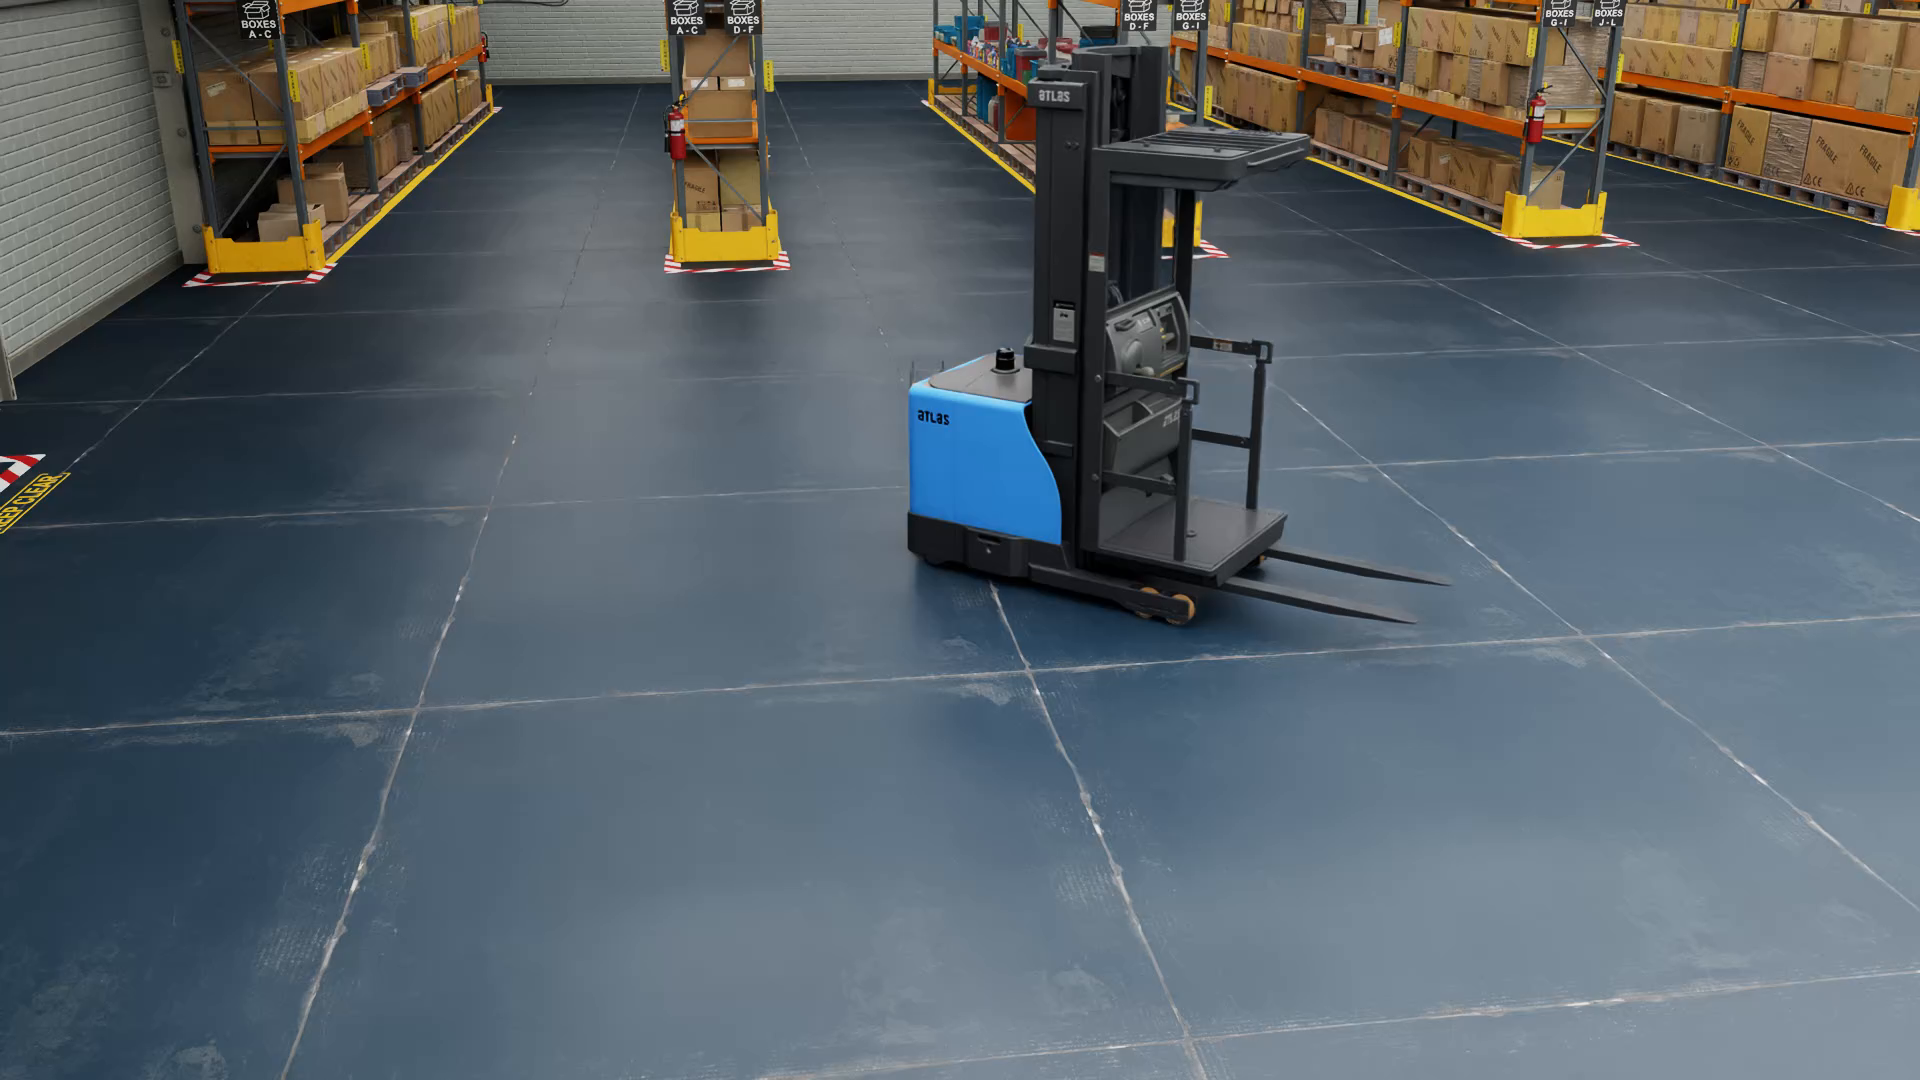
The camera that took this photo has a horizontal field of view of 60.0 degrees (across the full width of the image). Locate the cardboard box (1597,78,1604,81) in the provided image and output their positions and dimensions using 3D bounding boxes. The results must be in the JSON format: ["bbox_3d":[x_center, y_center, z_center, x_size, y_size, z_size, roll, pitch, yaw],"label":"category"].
[{"bbox_3d":[11.005,-7.874,28.911,0.500,0.250,0.500,-3,21,-8],"label":"cardboard box"}]

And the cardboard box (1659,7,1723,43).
[{"bbox_3d":[11.218,-7.900,25.509,0.700,0.500,0.500,-3,21,-8],"label":"cardboard box"}]

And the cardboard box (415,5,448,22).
[{"bbox_3d":[-8.945,-8.889,28.059,0.500,0.250,0.500,-2,21,-6],"label":"cardboard box"}]

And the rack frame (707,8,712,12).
[{"bbox_3d":[-4.364,-8.742,29.334,1.000,3.000,0.127,-3,21,-8],"label":"rack frame"}]

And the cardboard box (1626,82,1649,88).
[{"bbox_3d":[14.863,-9.898,35.491,0.875,0.438,0.875,-4,21,-10],"label":"cardboard box"}]

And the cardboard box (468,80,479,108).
[{"bbox_3d":[-9.570,-8.491,31.635,0.700,0.500,0.500,-3,21,-8],"label":"cardboard box"}]

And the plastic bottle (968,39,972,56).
[{"bbox_3d":[0.188,-8.741,29.499,0.061,0.283,0.133,-3,21,-8],"label":"plastic bottle"}]

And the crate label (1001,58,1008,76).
[{"bbox_3d":[0.804,-7.362,25.880,0.303,0.233,0.416,-3,21,-8],"label":"crate label"}]

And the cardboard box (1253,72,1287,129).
[{"bbox_3d":[5.816,-7.606,28.729,1.225,0.875,0.875,-3,21,-8],"label":"cardboard box"}]

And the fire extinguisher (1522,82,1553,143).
[{"bbox_3d":[6.729,-4.986,19.390,0.296,0.674,0.183,-3,21,-8],"label":"fire extinguisher"}]

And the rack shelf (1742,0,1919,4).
[{"bbox_3d":[11.803,-7.061,21.576,1.077,0.370,4.000,-3,21,-8],"label":"rack shelf"}]

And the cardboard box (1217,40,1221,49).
[{"bbox_3d":[5.033,-9.301,31.190,0.380,0.149,0.250,-3,21,-7],"label":"cardboard box"}]

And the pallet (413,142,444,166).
[{"bbox_3d":[-8.728,-6.076,26.183,1.003,0.211,1.213,-3,21,-8],"label":"pallet"}]

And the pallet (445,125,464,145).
[{"bbox_3d":[-9.080,-6.921,28.445,1.003,0.211,1.213,-3,21,-8],"label":"pallet"}]

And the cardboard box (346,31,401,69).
[{"bbox_3d":[-8.611,-7.196,24.425,0.700,0.500,0.500,-5,21,-14],"label":"cardboard box"}]

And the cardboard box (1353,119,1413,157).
[{"bbox_3d":[6.394,-6.079,25.148,0.700,0.500,0.500,-5,21,-12],"label":"cardboard box"}]

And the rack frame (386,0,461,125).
[{"bbox_3d":[-9.266,-8.491,28.662,1.000,3.000,0.127,-3,21,-8],"label":"rack frame"}]

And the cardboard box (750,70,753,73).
[{"bbox_3d":[-2.553,-5.262,18.948,0.380,0.149,0.250,-3,21,-8],"label":"cardboard box"}]

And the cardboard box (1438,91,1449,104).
[{"bbox_3d":[6.530,-5.831,21.901,0.380,0.149,0.250,-3,21,-8],"label":"cardboard box"}]

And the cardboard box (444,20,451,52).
[{"bbox_3d":[-8.950,-8.539,28.195,0.500,0.500,0.500,-3,21,-9],"label":"cardboard box"}]

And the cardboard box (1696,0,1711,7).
[{"bbox_3d":[14.839,-10.581,32.686,0.500,0.500,0.500,-3,21,-9],"label":"cardboard box"}]

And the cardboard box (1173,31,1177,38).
[{"bbox_3d":[4.587,-10.368,34.047,0.380,0.149,0.250,-3,21,-7],"label":"cardboard box"}]

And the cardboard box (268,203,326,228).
[{"bbox_3d":[-7.629,-3.724,19.113,0.500,0.311,0.500,-1,21,-3],"label":"cardboard box"}]

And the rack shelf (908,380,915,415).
[{"bbox_3d":[-0.199,-0.820,10.130,0.215,0.259,0.240,1,20,2],"label":"rack shelf"}]

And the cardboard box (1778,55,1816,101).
[{"bbox_3d":[11.643,-6.246,22.439,0.875,0.550,0.550,-3,21,-8],"label":"cardboard box"}]

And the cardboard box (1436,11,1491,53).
[{"bbox_3d":[6.551,-6.610,21.630,0.500,0.500,0.500,-3,21,-8],"label":"cardboard box"}]

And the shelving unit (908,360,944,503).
[{"bbox_3d":[-0.199,-0.564,10.226,0.215,1.050,0.252,1,20,2],"label":"shelving unit"}]

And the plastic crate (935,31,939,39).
[{"bbox_3d":[-0.365,-10.062,33.162,0.250,0.136,0.298,-3,21,-8],"label":"plastic crate"}]

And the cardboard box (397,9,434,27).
[{"bbox_3d":[-8.733,-8.358,26.639,0.500,0.250,0.500,-3,21,-9],"label":"cardboard box"}]

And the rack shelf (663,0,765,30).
[{"bbox_3d":[-2.923,-6.348,19.665,1.077,0.370,4.000,-3,21,-8],"label":"rack shelf"}]

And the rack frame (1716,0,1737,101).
[{"bbox_3d":[15.246,-9.740,32.007,1.000,3.000,0.127,-3,21,-8],"label":"rack frame"}]

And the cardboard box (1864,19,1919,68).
[{"bbox_3d":[11.906,-6.193,20.752,0.875,0.550,0.550,-3,21,-8],"label":"cardboard box"}]

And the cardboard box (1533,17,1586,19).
[{"bbox_3d":[7.294,-6.118,20.311,0.500,0.500,0.500,-3,21,-8],"label":"cardboard box"}]

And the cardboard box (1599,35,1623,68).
[{"bbox_3d":[10.736,-7.948,27.067,0.500,0.500,0.500,-3,21,-7],"label":"cardboard box"}]

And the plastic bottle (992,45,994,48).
[{"bbox_3d":[0.555,-8.248,28.196,0.097,0.271,0.097,0,20,0],"label":"plastic bottle"}]

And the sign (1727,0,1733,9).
[{"bbox_3d":[14.697,-10.154,31.765,0.100,0.325,0.005,-3,21,-8],"label":"sign"}]

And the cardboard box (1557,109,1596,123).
[{"bbox_3d":[7.364,-5.078,19.885,0.380,0.149,0.250,-3,21,-8],"label":"cardboard box"}]

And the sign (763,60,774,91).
[{"bbox_3d":[-2.084,-5.056,18.114,0.100,0.325,0.005,-3,21,-8],"label":"sign"}]

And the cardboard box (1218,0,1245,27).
[{"bbox_3d":[5.108,-9.806,30.902,0.500,0.500,0.500,-2,21,-6],"label":"cardboard box"}]

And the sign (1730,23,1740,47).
[{"bbox_3d":[10.979,-7.160,23.558,0.100,0.325,0.005,-3,21,-8],"label":"sign"}]

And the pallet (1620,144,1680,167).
[{"bbox_3d":[11.150,-6.066,26.155,1.003,0.211,1.213,-3,21,-8],"label":"pallet"}]

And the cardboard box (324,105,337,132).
[{"bbox_3d":[-7.449,-4.816,19.008,0.500,0.250,0.500,-3,21,-9],"label":"cardboard box"}]

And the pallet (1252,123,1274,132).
[{"bbox_3d":[5.804,-7.247,29.318,1.003,0.211,1.213,-3,21,-8],"label":"pallet"}]

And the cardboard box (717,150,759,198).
[{"bbox_3d":[-2.650,-4.389,19.939,0.500,0.500,0.500,-3,21,-8],"label":"cardboard box"}]

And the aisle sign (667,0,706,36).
[{"bbox_3d":[-2.916,-5.767,17.655,0.394,0.787,0.004,-3,21,-8],"label":"aisle sign"}]

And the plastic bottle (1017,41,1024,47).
[{"bbox_3d":[1.022,-8.230,28.034,0.144,0.351,0.185,-3,21,-8],"label":"plastic bottle"}]

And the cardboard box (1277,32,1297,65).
[{"bbox_3d":[5.633,-8.233,27.830,0.500,0.500,0.500,-3,21,-8],"label":"cardboard box"}]

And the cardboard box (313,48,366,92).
[{"bbox_3d":[-7.738,-5.863,20.741,0.500,0.500,0.500,-3,21,-8],"label":"cardboard box"}]

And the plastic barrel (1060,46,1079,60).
[{"bbox_3d":[1.664,-6.880,24.157,0.433,0.535,0.433,0,20,0],"label":"plastic barrel"}]

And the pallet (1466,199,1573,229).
[{"bbox_3d":[7.076,-4.088,20.861,1.003,0.211,1.213,-3,21,-8],"label":"pallet"}]

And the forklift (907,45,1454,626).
[{"bbox_3d":[1.210,-1.123,9.033,3.031,2.935,1.130,12,24,30],"label":"forklift"}]

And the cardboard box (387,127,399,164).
[{"bbox_3d":[-8.575,-5.710,24.161,0.700,0.500,0.500,-3,21,-8],"label":"cardboard box"}]
